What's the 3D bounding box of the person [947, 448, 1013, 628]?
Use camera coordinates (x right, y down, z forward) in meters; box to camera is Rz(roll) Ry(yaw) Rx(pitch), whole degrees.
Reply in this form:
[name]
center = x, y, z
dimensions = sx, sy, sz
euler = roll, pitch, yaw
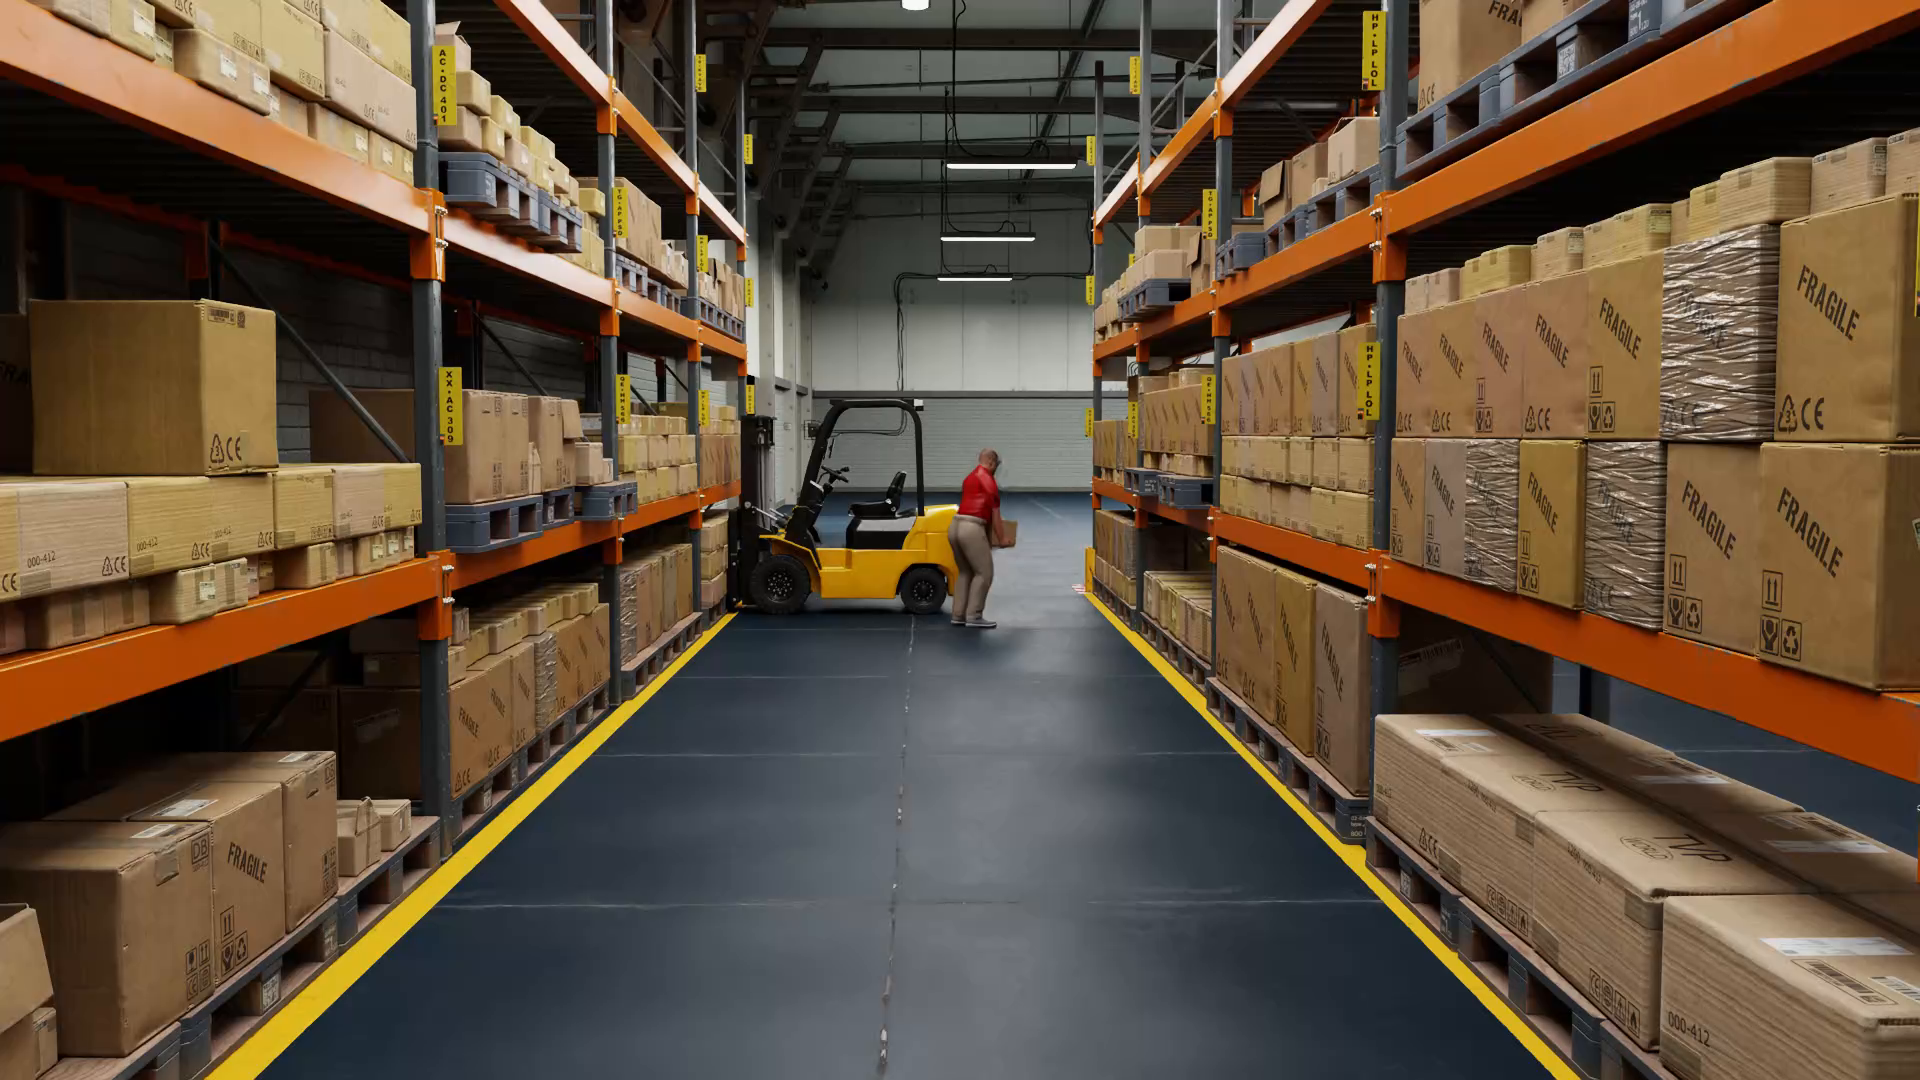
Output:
[person]
center = 0.185, -0.028, 15.714
dimensions = 0.608, 1.683, 0.490
euler = -2, 4, -30
